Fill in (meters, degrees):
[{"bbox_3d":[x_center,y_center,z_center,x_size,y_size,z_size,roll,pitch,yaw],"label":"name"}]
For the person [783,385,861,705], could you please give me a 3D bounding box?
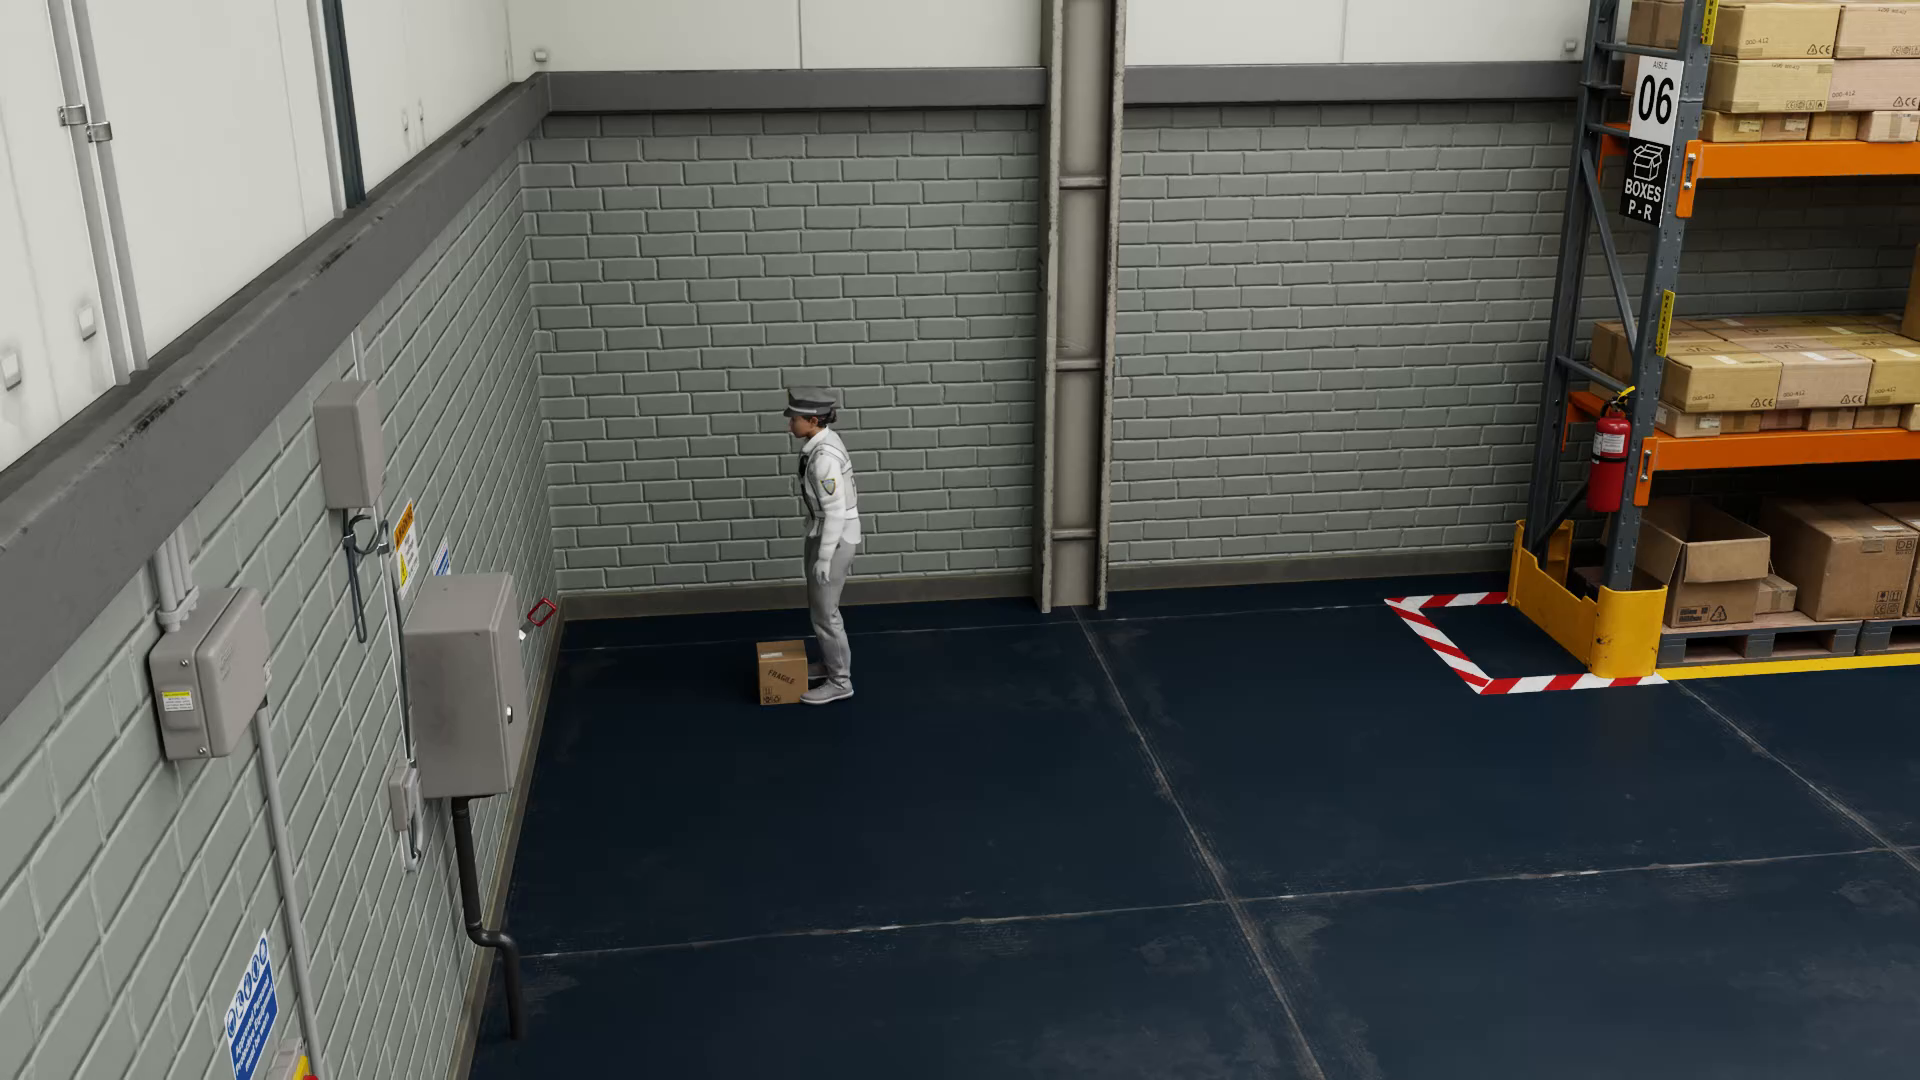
[{"bbox_3d":[-0.696,0.018,8.514,0.369,1.667,0.547,-4,20,-10],"label":"person"}]
